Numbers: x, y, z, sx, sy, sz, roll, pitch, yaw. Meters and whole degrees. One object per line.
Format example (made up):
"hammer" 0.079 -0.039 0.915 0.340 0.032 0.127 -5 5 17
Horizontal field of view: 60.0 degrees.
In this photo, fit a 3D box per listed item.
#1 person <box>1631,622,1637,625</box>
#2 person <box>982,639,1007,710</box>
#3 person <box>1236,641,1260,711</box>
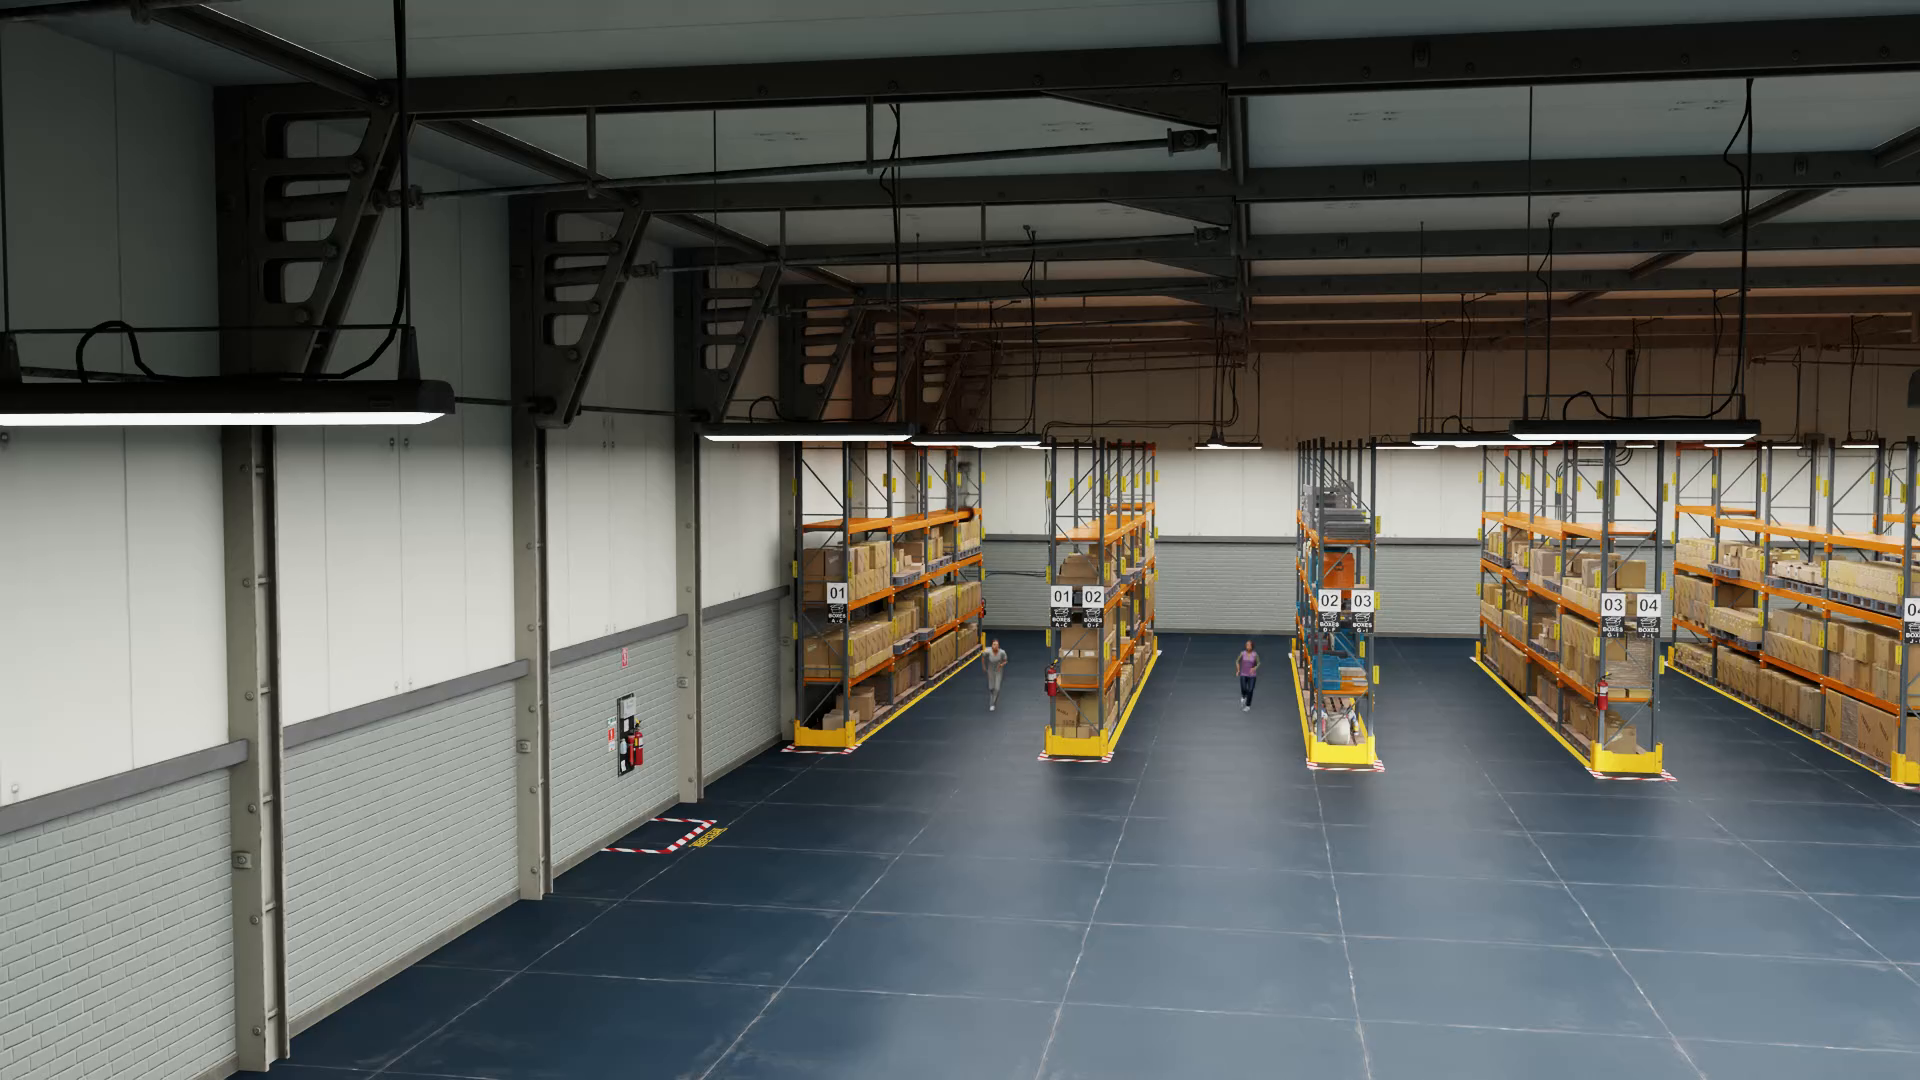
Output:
"person" 17.404 2.606 42.550 0.644 1.693 0.901 0 3 9
"person" 0.766 2.985 36.897 0.553 1.597 0.683 0 3 -4
"person" 6.351 3.011 36.680 0.537 1.540 0.537 1 3 12
